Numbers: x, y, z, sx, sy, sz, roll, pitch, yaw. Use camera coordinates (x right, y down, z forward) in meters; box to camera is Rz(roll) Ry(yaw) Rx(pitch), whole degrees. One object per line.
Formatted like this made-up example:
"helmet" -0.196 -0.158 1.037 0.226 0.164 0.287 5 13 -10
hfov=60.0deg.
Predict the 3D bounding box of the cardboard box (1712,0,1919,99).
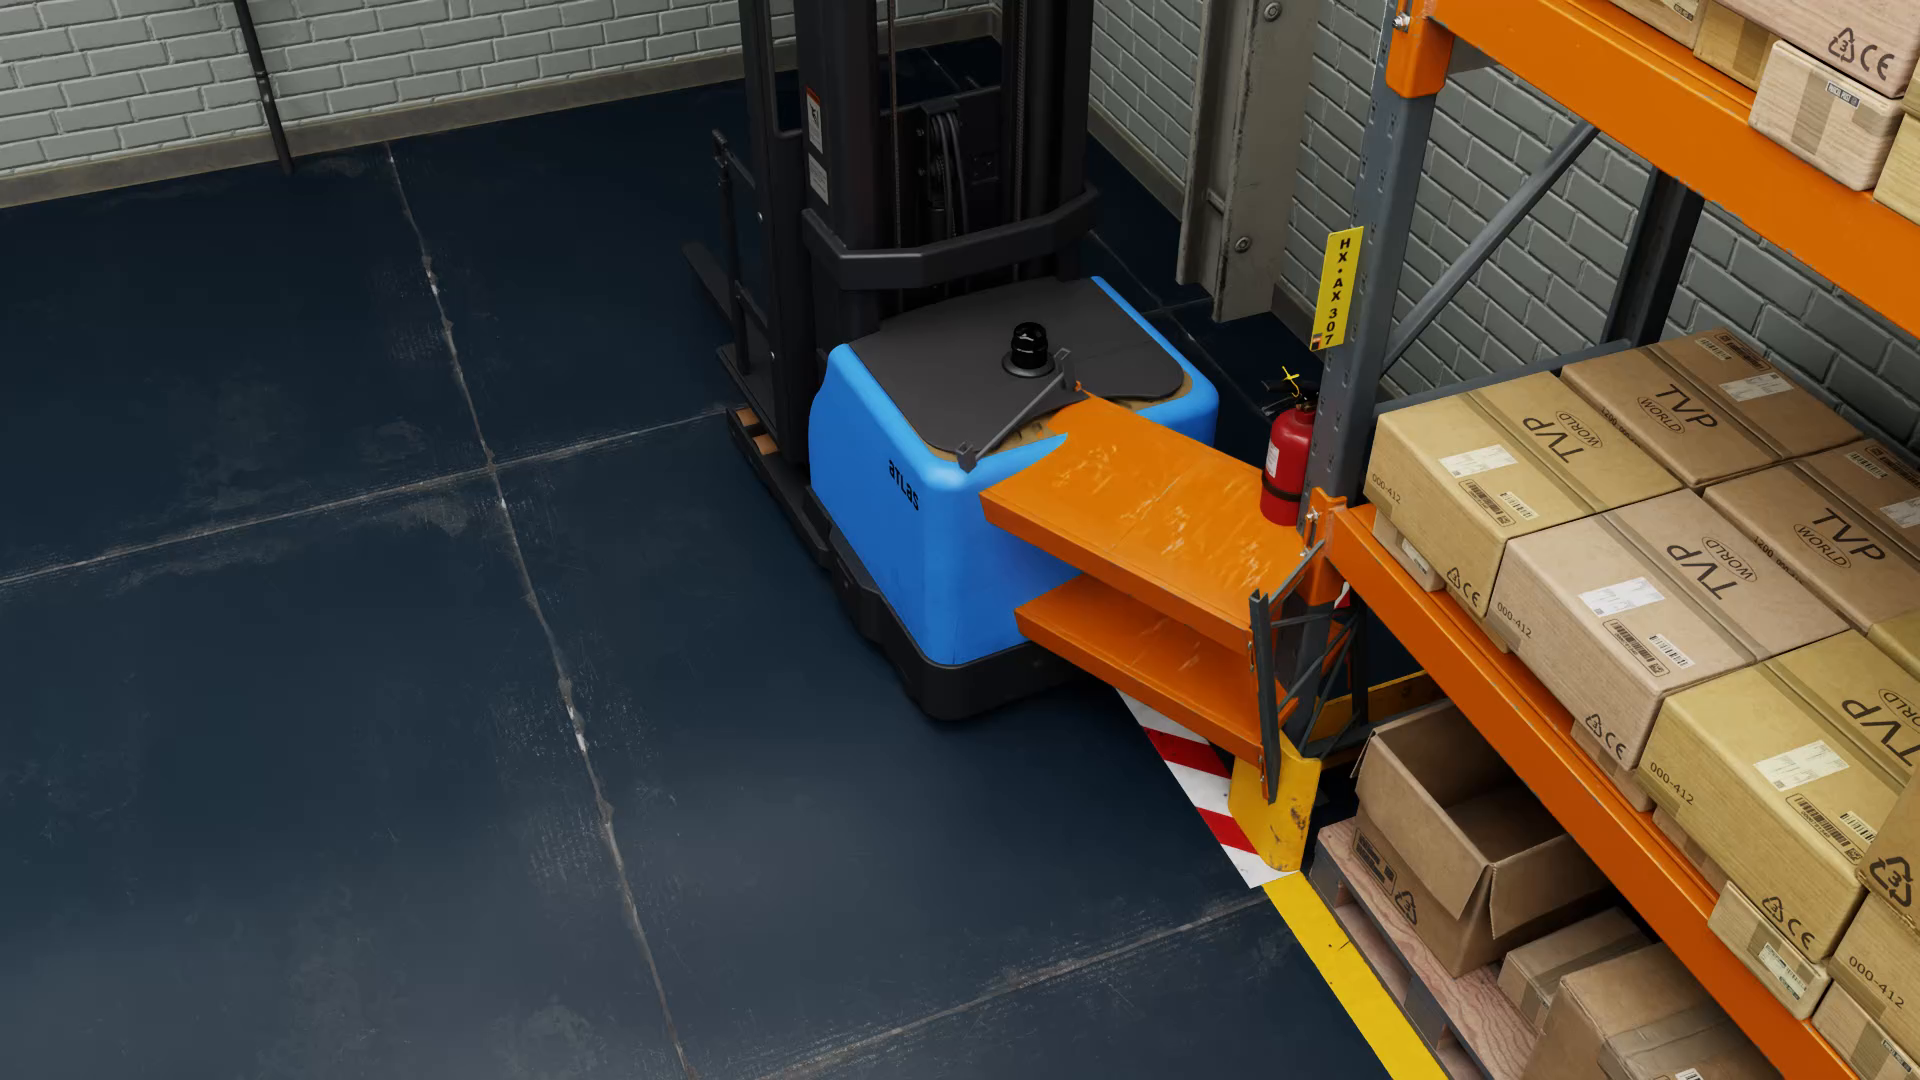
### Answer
"cardboard box" 1.535 -0.962 2.655 0.500 0.250 0.500 -14 43 -16

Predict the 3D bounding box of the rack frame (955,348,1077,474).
"rack frame" 0.264 -0.044 5.305 0.032 1.125 0.500 28 61 33

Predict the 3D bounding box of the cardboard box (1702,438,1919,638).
"cardboard box" 2.022 0.060 3.766 0.500 0.250 0.500 -15 43 -17

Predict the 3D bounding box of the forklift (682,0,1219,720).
"forklift" -0.277 -1.479 5.722 1.130 2.935 3.031 -18 44 -20

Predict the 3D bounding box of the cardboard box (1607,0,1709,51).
"cardboard box" 1.436 -1.046 3.058 0.380 0.149 0.250 -14 43 -16

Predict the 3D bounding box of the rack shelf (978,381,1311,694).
"rack shelf" 0.584 -0.033 4.814 1.000 0.278 0.538 28 61 33

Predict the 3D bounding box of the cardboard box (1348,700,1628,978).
"cardboard box" 1.551 0.774 4.642 0.797 0.503 0.637 -17 43 -19

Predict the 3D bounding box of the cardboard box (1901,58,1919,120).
"cardboard box" 1.720 -0.651 2.293 0.500 0.250 0.500 -16 43 -18

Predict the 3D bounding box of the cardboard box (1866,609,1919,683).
"cardboard box" 2.207 0.360 3.418 0.500 0.250 0.500 -14 43 -16

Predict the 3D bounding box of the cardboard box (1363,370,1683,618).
"cardboard box" 1.329 -0.121 3.977 0.500 0.250 0.500 -15 43 -17

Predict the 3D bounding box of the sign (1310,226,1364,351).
"sign" 0.903 -0.598 3.981 0.100 0.325 0.005 -15 43 -17

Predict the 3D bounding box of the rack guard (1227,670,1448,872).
"rack guard" 1.434 0.588 5.183 1.175 0.500 0.348 -15 43 -17

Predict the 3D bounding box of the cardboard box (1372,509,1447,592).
"cardboard box" 1.277 -0.044 4.193 0.380 0.149 0.250 -15 43 -17

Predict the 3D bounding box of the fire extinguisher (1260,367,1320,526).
"fire extinguisher" 0.921 -0.208 4.537 0.296 0.674 0.183 -15 43 -17

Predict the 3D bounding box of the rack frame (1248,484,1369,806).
"rack frame" 1.014 0.361 4.752 0.032 1.125 0.500 28 61 33

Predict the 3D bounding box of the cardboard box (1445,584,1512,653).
"cardboard box" 1.417 0.098 4.028 0.380 0.149 0.250 -14 43 -16

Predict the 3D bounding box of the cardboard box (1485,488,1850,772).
"cardboard box" 1.523 0.183 3.624 0.500 0.250 0.500 -15 43 -16

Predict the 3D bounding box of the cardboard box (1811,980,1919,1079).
"cardboard box" 1.844 0.898 3.098 0.380 0.149 0.250 -14 43 -16

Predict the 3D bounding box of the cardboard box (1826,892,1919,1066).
"cardboard box" 1.935 0.790 2.918 0.500 0.250 0.500 -16 43 -18

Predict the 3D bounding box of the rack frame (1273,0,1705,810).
"rack frame" 1.405 -0.406 4.421 1.000 3.000 0.127 -15 43 -17

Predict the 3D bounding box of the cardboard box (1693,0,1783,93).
"cardboard box" 1.519 -0.888 2.874 0.380 0.149 0.250 -15 43 -17

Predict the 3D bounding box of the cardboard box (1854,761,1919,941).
"cardboard box" 1.904 0.498 2.682 0.500 0.500 0.500 -14 43 -16

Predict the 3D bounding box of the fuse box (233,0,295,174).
"fuse box" -3.362 -2.504 7.849 0.539 1.711 0.414 -15 43 -17

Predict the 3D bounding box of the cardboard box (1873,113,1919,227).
"cardboard box" 1.626 -0.556 2.488 0.380 0.149 0.250 -15 43 -17

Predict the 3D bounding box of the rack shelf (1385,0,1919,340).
"rack shelf" 2.170 -0.065 2.277 1.077 0.370 4.000 -15 43 -17

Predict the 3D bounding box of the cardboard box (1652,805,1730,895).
"cardboard box" 1.697 0.573 3.475 0.380 0.149 0.250 -14 43 -16

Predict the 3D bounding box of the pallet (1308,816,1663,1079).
"pallet" 1.740 1.178 4.719 1.003 0.211 1.213 -15 43 -17

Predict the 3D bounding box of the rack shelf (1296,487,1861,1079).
"rack shelf" 2.170 1.072 3.255 1.077 0.370 4.000 -15 43 -17

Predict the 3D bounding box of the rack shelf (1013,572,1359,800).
"rack shelf" 0.684 0.319 5.208 1.000 0.278 0.538 28 61 33

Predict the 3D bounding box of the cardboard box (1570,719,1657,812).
"cardboard box" 1.590 0.415 3.660 0.380 0.149 0.250 -14 43 -16

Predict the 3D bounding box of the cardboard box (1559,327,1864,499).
"cardboard box" 1.826 -0.251 4.128 0.500 0.250 0.500 -14 43 -16

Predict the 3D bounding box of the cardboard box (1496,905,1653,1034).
"cardboard box" 1.678 1.174 4.449 0.380 0.149 0.250 -17 43 -19

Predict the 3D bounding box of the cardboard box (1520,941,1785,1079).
"cardboard box" 1.842 1.300 4.033 0.700 0.500 0.500 -13 42 -15

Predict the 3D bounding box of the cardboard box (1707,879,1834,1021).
"cardboard box" 1.724 0.744 3.276 0.380 0.149 0.250 -16 43 -18

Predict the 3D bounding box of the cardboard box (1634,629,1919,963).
"cardboard box" 1.720 0.487 3.270 0.500 0.250 0.500 -16 43 -18

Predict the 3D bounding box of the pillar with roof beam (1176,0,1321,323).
"pillar with roof beam" -2.772 -3.455 3.367 9.100 9.000 0.400 -15 43 -17

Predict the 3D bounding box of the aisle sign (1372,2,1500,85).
"aisle sign" 1.107 -1.359 3.536 0.394 0.787 0.004 -15 43 -17

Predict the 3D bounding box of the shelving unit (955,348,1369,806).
"shelving unit" 0.639 0.159 5.029 1.048 1.125 0.538 28 61 33

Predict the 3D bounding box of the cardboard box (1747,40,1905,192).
"cardboard box" 1.519 -0.712 2.669 0.380 0.149 0.250 -14 43 -16
